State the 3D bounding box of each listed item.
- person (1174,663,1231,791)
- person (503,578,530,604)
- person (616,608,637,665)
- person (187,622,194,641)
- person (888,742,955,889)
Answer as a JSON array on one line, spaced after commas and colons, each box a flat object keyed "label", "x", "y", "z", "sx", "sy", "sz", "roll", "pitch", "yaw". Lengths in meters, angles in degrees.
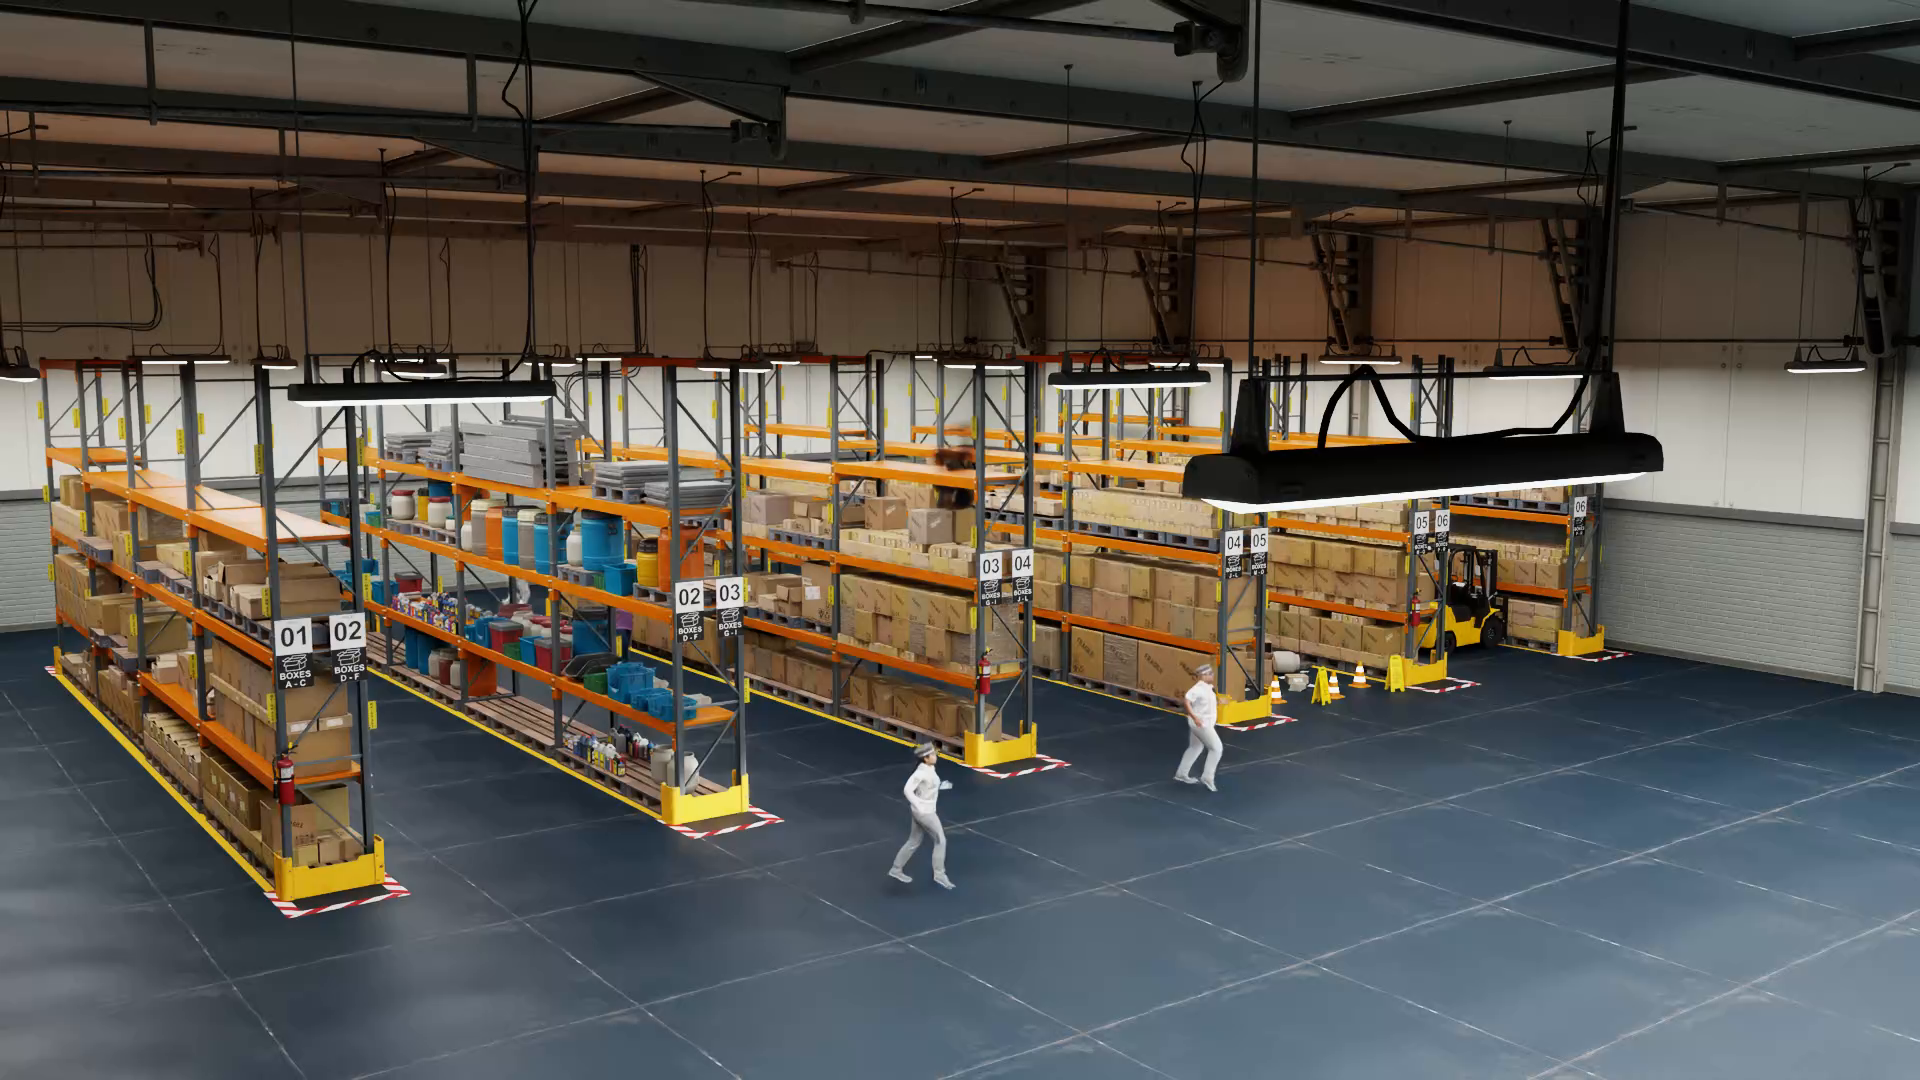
[{"label": "person", "x": 3.446, "y": 2.651, "z": 23.579, "sx": 0.764, "sy": 1.860, "sz": 0.624, "roll": 1, "pitch": 7, "yaw": 5}, {"label": "person", "x": -10.192, "y": 0.883, "z": 38.221, "sx": 0.623, "sy": 1.738, "sz": 0.655, "roll": -3, "pitch": 8, "yaw": -26}, {"label": "person", "x": -6.420, "y": 1.731, "z": 31.782, "sx": 0.519, "sy": 1.644, "sz": 0.722, "roll": -7, "pitch": 10, "yaw": -45}, {"label": "person", "x": -15.761, "y": 1.566, "z": 33.420, "sx": 0.613, "sy": 1.537, "sz": 0.758, "roll": 0, "pitch": 7, "yaw": -3}, {"label": "person", "x": -0.452, "y": 3.194, "z": 19.287, "sx": 0.776, "sy": 1.749, "sz": 0.584, "roll": -1, "pitch": 7, "yaw": -8}]
